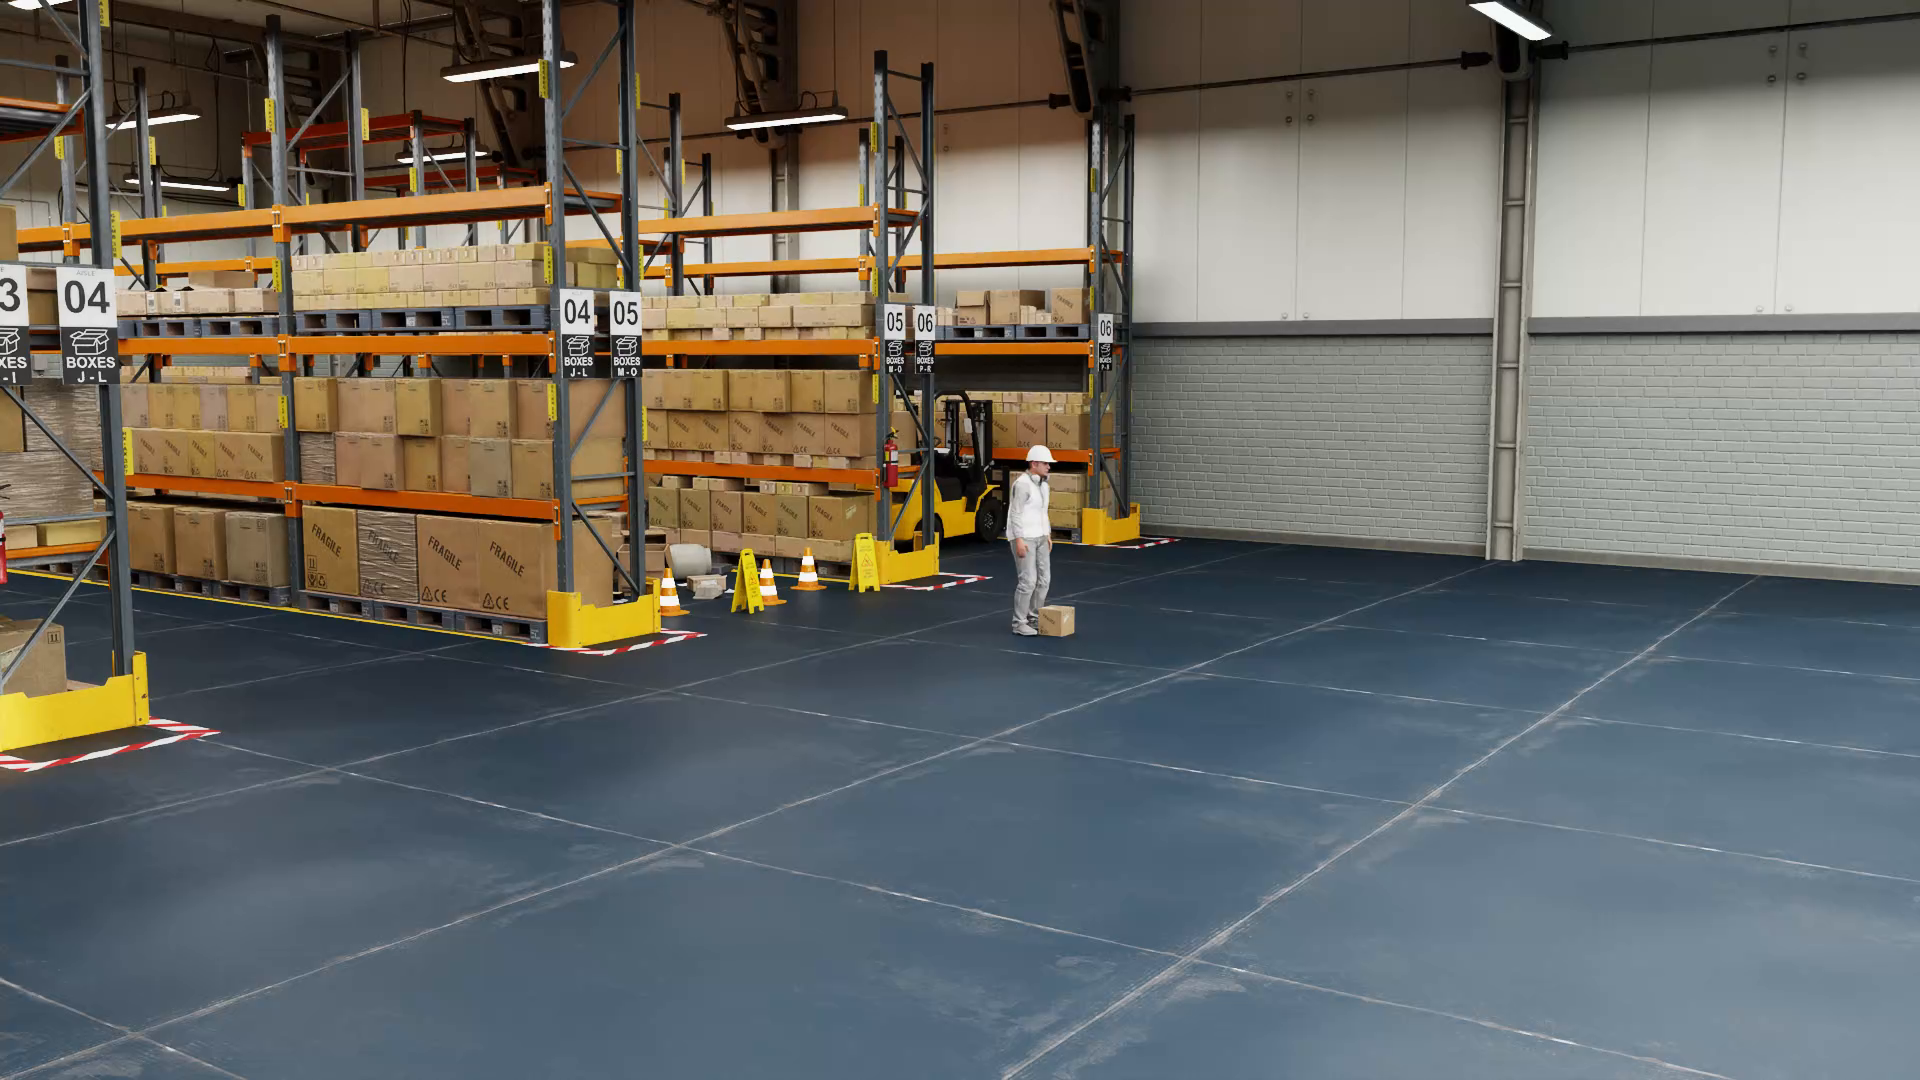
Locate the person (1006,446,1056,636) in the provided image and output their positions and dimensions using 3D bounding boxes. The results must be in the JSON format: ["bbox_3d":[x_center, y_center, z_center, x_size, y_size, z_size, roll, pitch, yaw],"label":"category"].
[{"bbox_3d":[0.684,-0.009,15.728,0.464,1.771,0.580,4,8,34],"label":"person"}]
